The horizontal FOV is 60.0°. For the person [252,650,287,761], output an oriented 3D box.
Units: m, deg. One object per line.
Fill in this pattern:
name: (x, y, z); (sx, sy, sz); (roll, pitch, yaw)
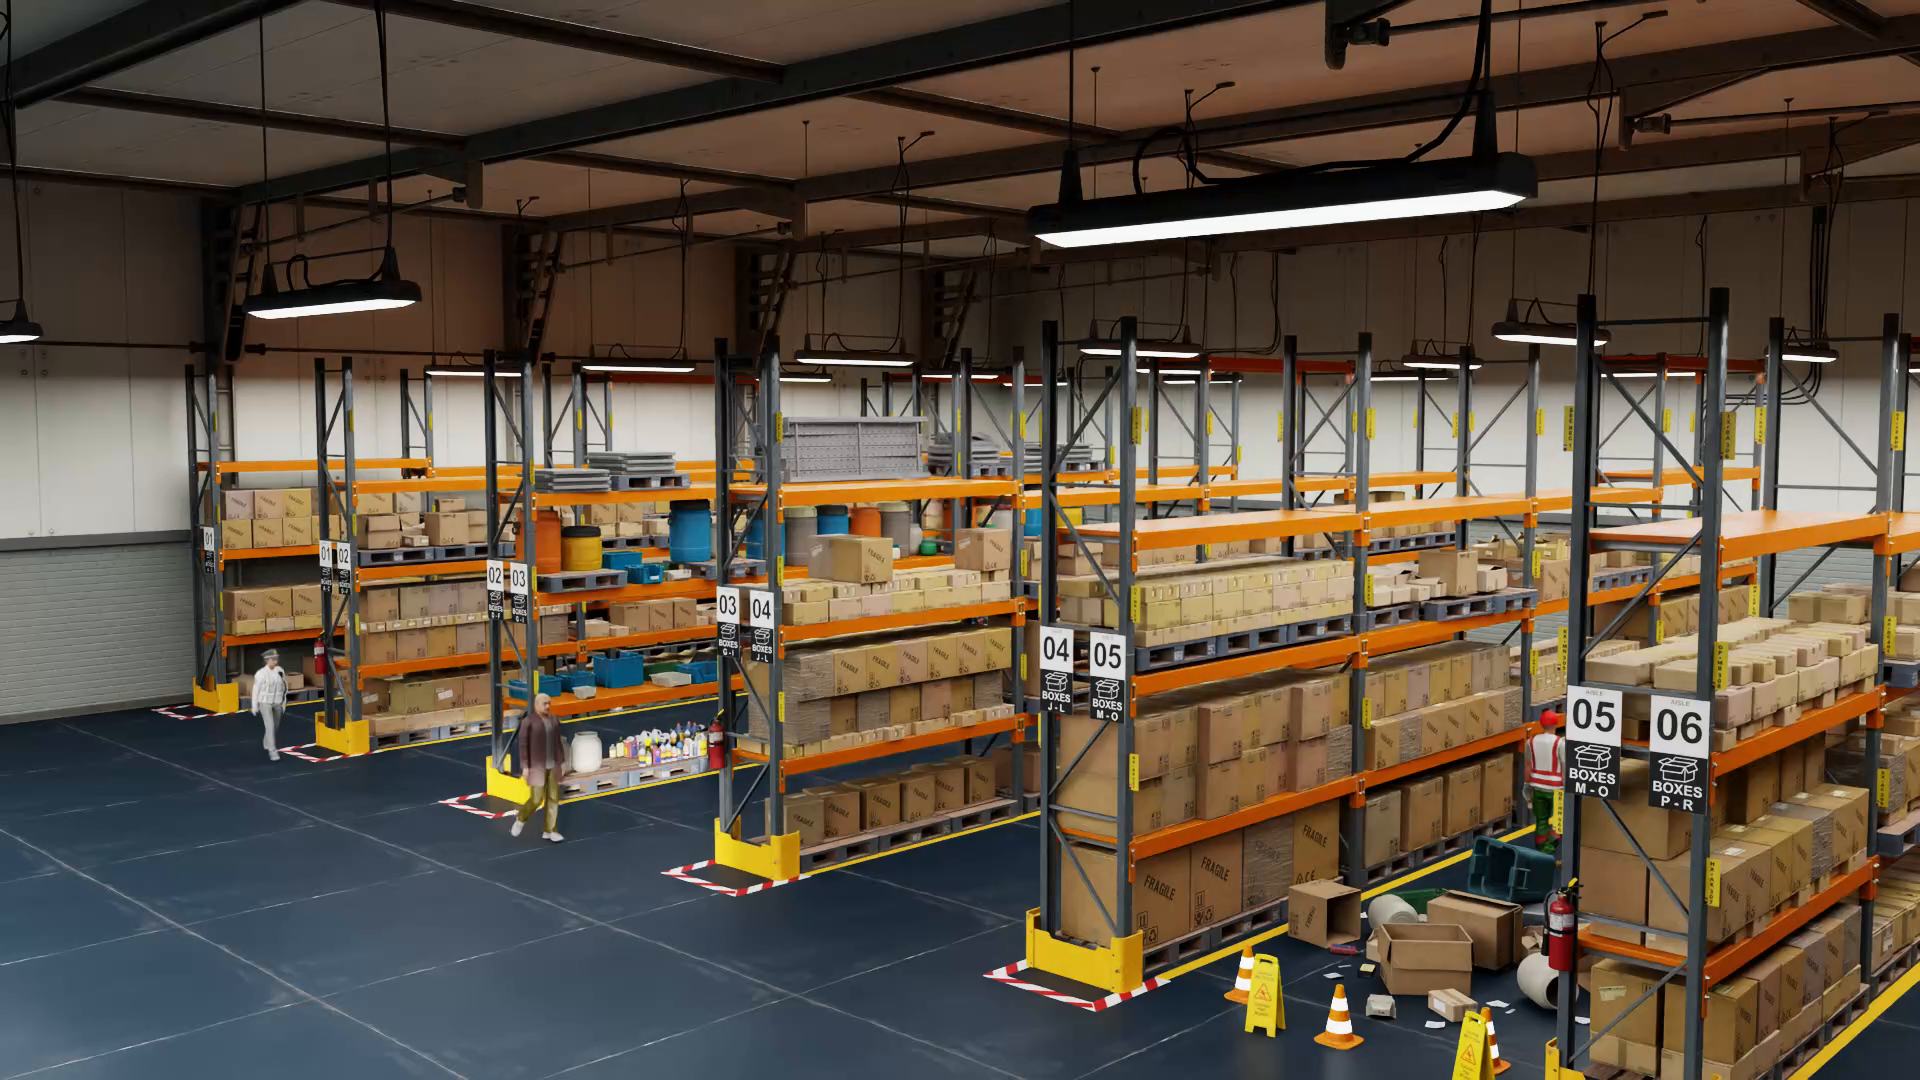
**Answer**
person: (-10.352, 2.432, 24.906); (0.498, 1.624, 1.023); (-4, 6, -40)

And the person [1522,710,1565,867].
person: (6.658, 2.834, 18.874); (0.575, 1.791, 0.541); (4, 6, 44)

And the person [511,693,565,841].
person: (-5.055, 2.739, 20.061); (0.666, 1.748, 0.604); (4, 6, 39)
